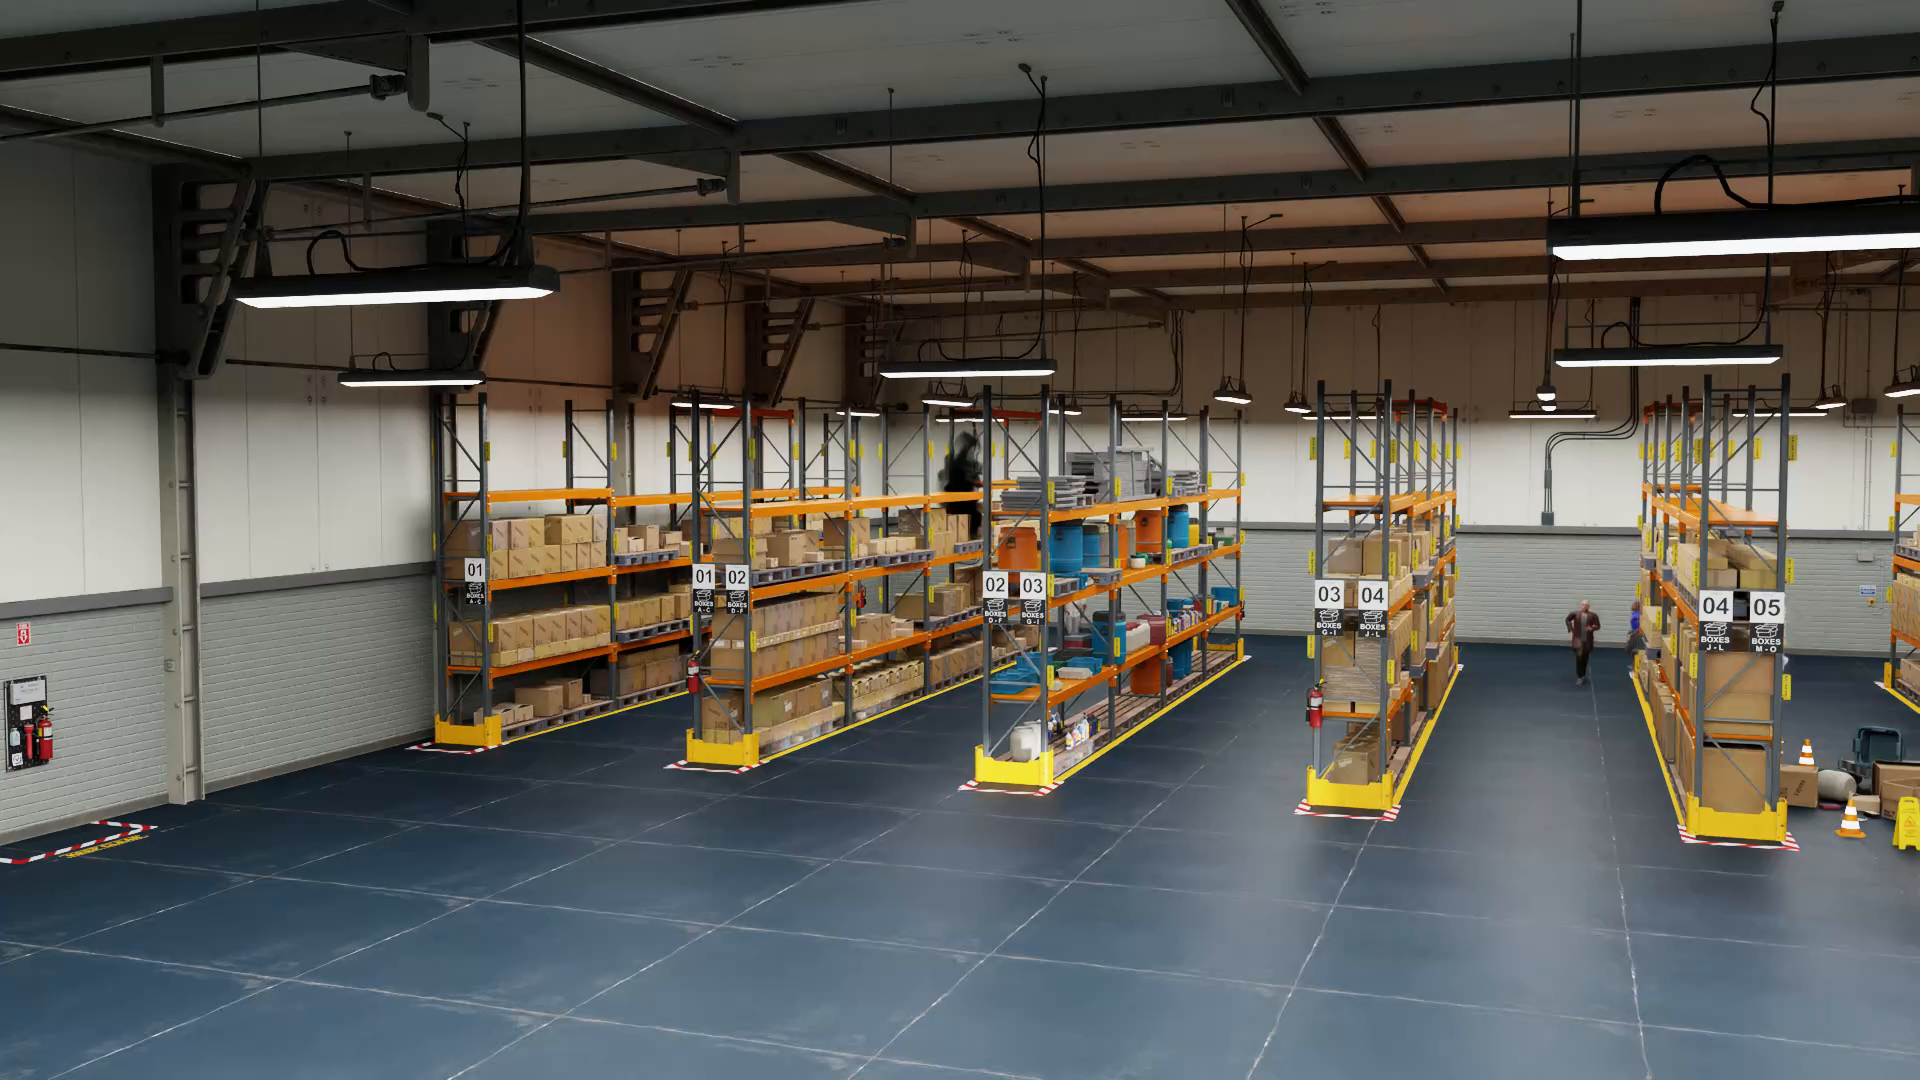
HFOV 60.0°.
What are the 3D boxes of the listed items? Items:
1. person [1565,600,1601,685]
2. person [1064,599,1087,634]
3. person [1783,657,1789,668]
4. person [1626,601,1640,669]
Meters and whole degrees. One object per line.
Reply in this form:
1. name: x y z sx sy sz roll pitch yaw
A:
1. person: 13.459 2.205 35.930 0.692 1.842 0.805 1 3 14
2. person: 2.660 1.819 38.933 0.573 1.668 0.512 1 3 9
3. person: 18.200 2.161 37.238 0.650 1.739 0.743 2 3 27
4. person: 15.536 2.191 38.074 0.533 1.593 0.620 1 3 23
